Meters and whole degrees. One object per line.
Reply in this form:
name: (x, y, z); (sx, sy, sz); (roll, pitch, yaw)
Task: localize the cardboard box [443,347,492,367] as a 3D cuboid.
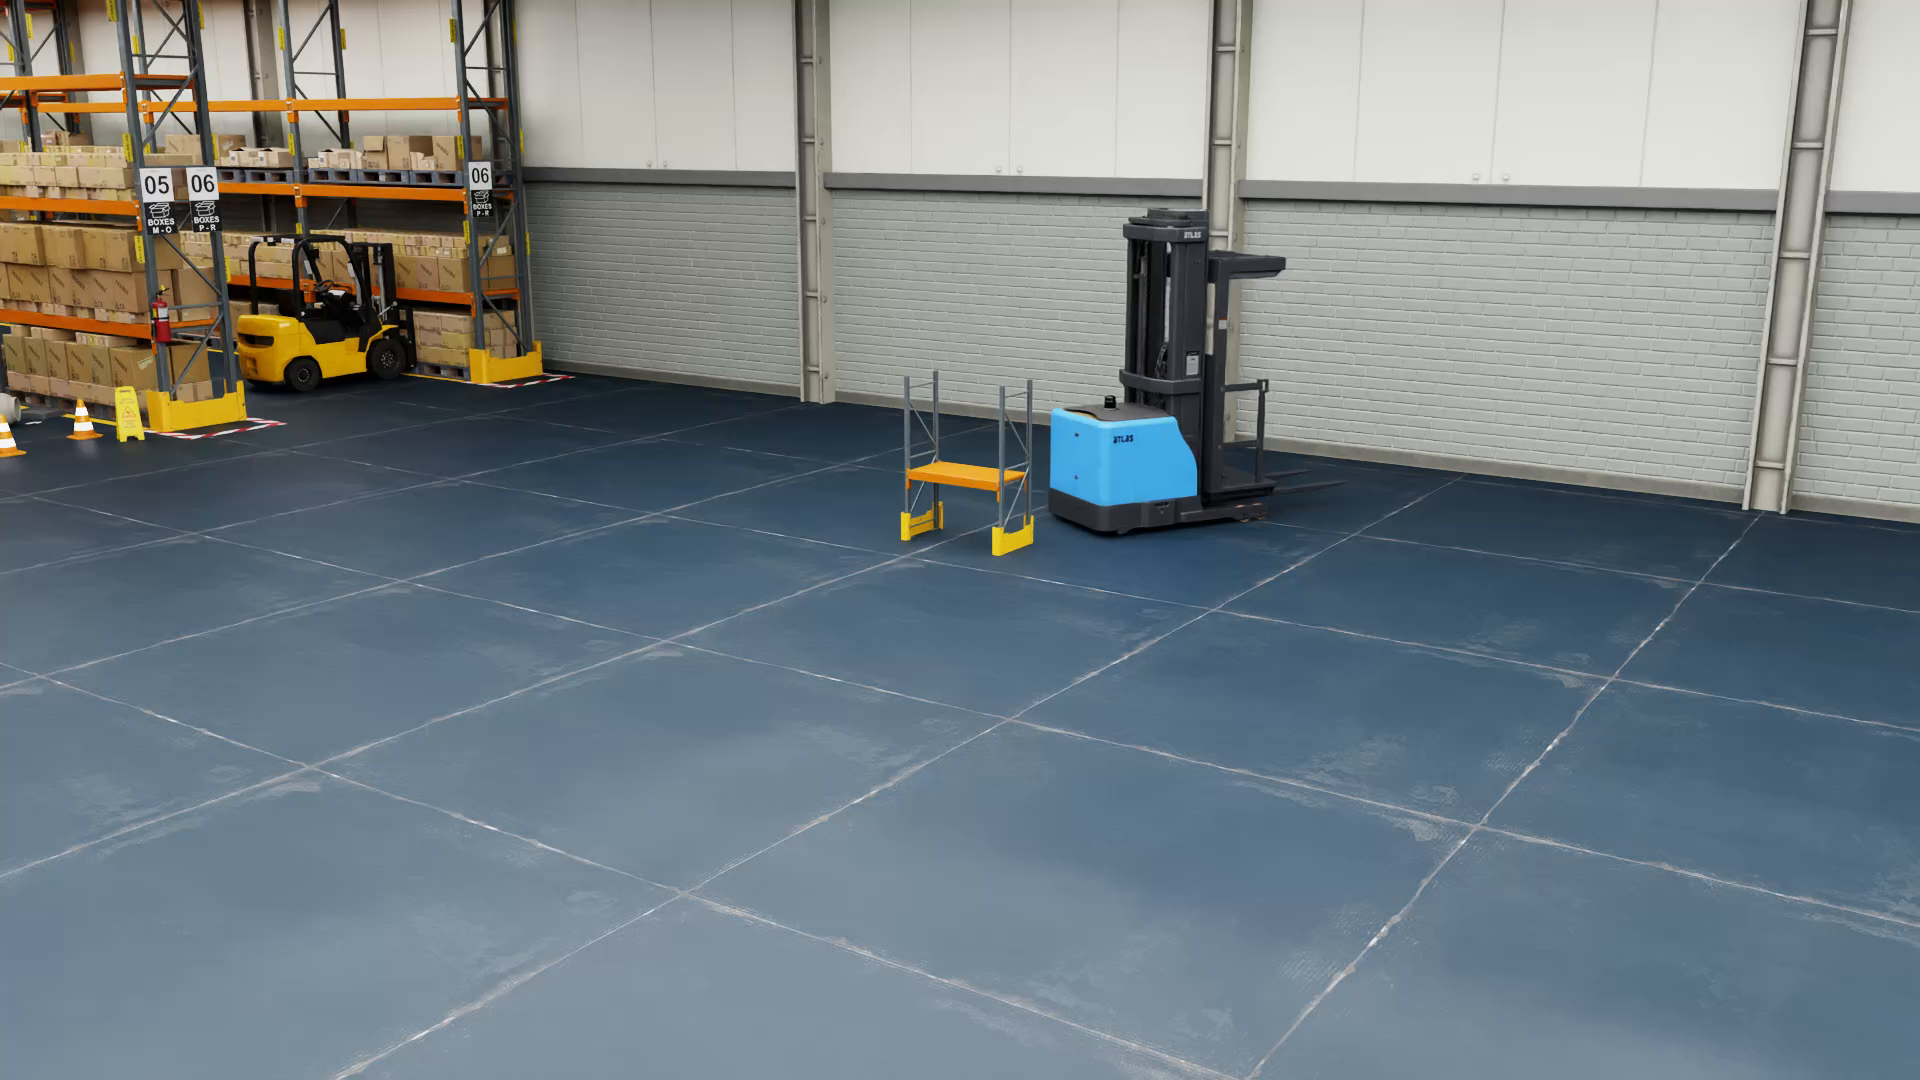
cardboard box: (-7.426, -2.776, 25.069); (0.500, 0.250, 0.500); (9, 17, 33)

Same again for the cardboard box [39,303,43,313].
cardboard box: (-11.963, -3.102, 22.062); (0.250, 0.149, 0.380); (9, 17, 33)

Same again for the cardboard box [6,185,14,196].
cardboard box: (-12.371, -4.639, 22.027); (0.250, 0.149, 0.380); (9, 17, 33)

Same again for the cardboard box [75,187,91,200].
cardboard box: (-10.912, -4.383, 20.994); (0.250, 0.149, 0.380); (9, 17, 32)

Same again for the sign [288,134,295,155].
sign: (-10.474, -6.193, 26.053); (0.005, 0.325, 0.100); (9, 17, 33)

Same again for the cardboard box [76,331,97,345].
cardboard box: (-11.204, -2.626, 21.553); (0.250, 0.149, 0.380); (10, 17, 35)

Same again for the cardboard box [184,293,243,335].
cardboard box: (-12.988, -3.944, 29.009); (0.625, 0.625, 0.875); (10, 17, 35)

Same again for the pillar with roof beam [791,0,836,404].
pillar with roof beam: (-4.359, -5.429, 18.453); (0.400, 9.000, 9.100); (9, 17, 33)

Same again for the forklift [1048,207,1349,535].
forklift: (2.405, -1.698, 16.009); (3.031, 2.935, 1.130); (-7, 15, -26)

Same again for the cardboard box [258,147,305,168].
cardboard box: (-10.916, -6.157, 26.740); (0.500, 0.311, 0.500); (9, 16, 31)

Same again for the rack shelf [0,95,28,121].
rack shelf: (-14.606, -6.090, 23.453); (4.000, 0.370, 1.077); (9, 17, 33)

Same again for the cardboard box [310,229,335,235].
cardboard box: (-10.080, -4.849, 26.419); (0.250, 0.149, 0.380); (10, 17, 34)

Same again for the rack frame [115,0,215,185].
rack frame: (-9.627, -5.829, 20.068); (0.127, 3.000, 1.000); (9, 17, 33)

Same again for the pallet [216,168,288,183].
pallet: (-11.956, -6.121, 27.886); (1.213, 0.211, 1.003); (10, 17, 35)

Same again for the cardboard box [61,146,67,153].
cardboard box: (-15.893, -7.003, 29.878); (0.250, 0.149, 0.380); (9, 17, 34)

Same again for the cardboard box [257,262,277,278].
cardboard box: (-11.164, -4.452, 27.304); (0.500, 0.250, 0.500); (9, 17, 32)

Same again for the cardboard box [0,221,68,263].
cardboard box: (-12.291, -3.956, 22.081); (0.500, 0.500, 0.700); (9, 17, 33)

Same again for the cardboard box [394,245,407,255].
cardboard box: (-8.382, -4.428, 25.337); (0.250, 0.149, 0.380); (9, 17, 33)

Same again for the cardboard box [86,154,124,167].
cardboard box: (-10.669, -4.741, 20.782); (0.250, 0.149, 0.380); (9, 17, 33)

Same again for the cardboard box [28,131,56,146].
cardboard box: (-16.762, -7.338, 30.368); (0.258, 0.266, 0.396); (9, 17, 32)

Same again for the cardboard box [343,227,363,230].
cardboard box: (-9.746, -4.968, 26.901); (0.250, 0.149, 0.380); (9, 17, 33)

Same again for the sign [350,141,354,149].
sign: (-9.871, -6.299, 26.972); (0.005, 0.325, 0.100); (9, 17, 33)

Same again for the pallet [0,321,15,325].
pallet: (-18.403, -4.418, 32.658); (1.213, 0.211, 1.003); (9, 17, 33)

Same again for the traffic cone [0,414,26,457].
traffic cone: (-11.041, -1.219, 19.210); (0.334, 0.463, 0.336); (9, 17, 33)

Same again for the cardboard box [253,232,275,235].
cardboard box: (-11.831, -5.138, 28.204); (0.250, 0.149, 0.380); (10, 17, 34)

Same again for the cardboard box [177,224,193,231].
cardboard box: (-13.838, -5.332, 29.465); (0.500, 0.500, 0.500); (10, 17, 35)

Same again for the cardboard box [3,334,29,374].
cardboard box: (-12.607, -2.553, 22.609); (0.500, 0.500, 0.500); (10, 17, 35)

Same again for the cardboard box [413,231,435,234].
cardboard box: (-8.287, -4.715, 25.878); (0.250, 0.149, 0.380); (9, 17, 33)

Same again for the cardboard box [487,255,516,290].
cardboard box: (-7.116, -4.077, 25.269); (0.500, 0.500, 0.500); (10, 17, 35)

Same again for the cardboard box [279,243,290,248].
cardboard box: (-10.811, -4.839, 26.998); (0.250, 0.149, 0.380); (9, 16, 32)

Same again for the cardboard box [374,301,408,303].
cardboard box: (-9.234, -3.705, 26.743); (0.500, 0.250, 0.500); (9, 16, 32)

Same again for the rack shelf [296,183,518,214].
rack shelf: (-8.520, -5.282, 25.599); (4.000, 0.370, 1.077); (9, 17, 33)

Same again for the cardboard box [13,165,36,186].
cardboard box: (-11.892, -4.730, 21.565); (0.500, 0.250, 0.500); (9, 17, 33)

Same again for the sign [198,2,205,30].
sign: (-9.324, -6.429, 20.383); (0.005, 0.325, 0.100); (9, 17, 33)

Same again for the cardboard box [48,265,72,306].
cardboard box: (-11.467, -3.335, 21.652); (0.500, 0.500, 0.500); (9, 17, 33)

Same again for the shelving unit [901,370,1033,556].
shelving unit: (0.063, -0.718, 15.028); (1.083, 1.500, 0.587); (9, 17, 33)

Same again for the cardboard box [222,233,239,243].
cardboard box: (-12.321, -5.070, 27.933); (0.250, 0.149, 0.380); (10, 17, 34)

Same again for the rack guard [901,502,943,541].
rack guard: (-0.350, -0.178, 15.448); (0.087, 0.250, 0.587); (9, 17, 33)

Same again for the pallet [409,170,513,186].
pallet: (-7.432, -5.420, 24.843); (1.213, 0.211, 1.003); (9, 17, 33)

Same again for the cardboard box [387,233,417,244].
cardboard box: (-8.551, -4.625, 25.514); (0.250, 0.149, 0.380); (9, 17, 34)

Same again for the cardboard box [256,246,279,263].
cardboard box: (-11.160, -4.695, 27.247); (0.500, 0.250, 0.500); (9, 16, 31)

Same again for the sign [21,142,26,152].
sign: (-17.114, -7.114, 30.426); (0.005, 0.325, 0.100); (9, 17, 33)

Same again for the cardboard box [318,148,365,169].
cardboard box: (-9.625, -5.948, 25.897); (0.500, 0.311, 0.500); (10, 17, 34)

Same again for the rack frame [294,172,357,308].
rack frame: (-10.179, -4.443, 26.956); (0.127, 3.000, 1.000); (9, 17, 33)

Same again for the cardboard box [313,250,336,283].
cardboard box: (-9.957, -4.380, 26.493); (0.500, 0.500, 0.500); (9, 16, 31)

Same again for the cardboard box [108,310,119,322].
cardboard box: (-10.530, -2.853, 21.054); (0.250, 0.149, 0.380); (9, 16, 32)

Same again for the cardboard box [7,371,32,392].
cardboard box: (-12.607, -2.189, 22.699); (0.500, 0.250, 0.500); (8, 16, 30)

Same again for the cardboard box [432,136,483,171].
cardboard box: (-7.363, -5.674, 24.398); (0.500, 0.500, 0.500); (10, 17, 35)

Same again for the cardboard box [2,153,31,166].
cardboard box: (-12.218, -4.960, 21.665); (0.250, 0.149, 0.380); (9, 17, 32)

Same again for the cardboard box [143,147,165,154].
cardboard box: (-13.949, -6.688, 28.645); (0.250, 0.149, 0.380); (10, 17, 35)
